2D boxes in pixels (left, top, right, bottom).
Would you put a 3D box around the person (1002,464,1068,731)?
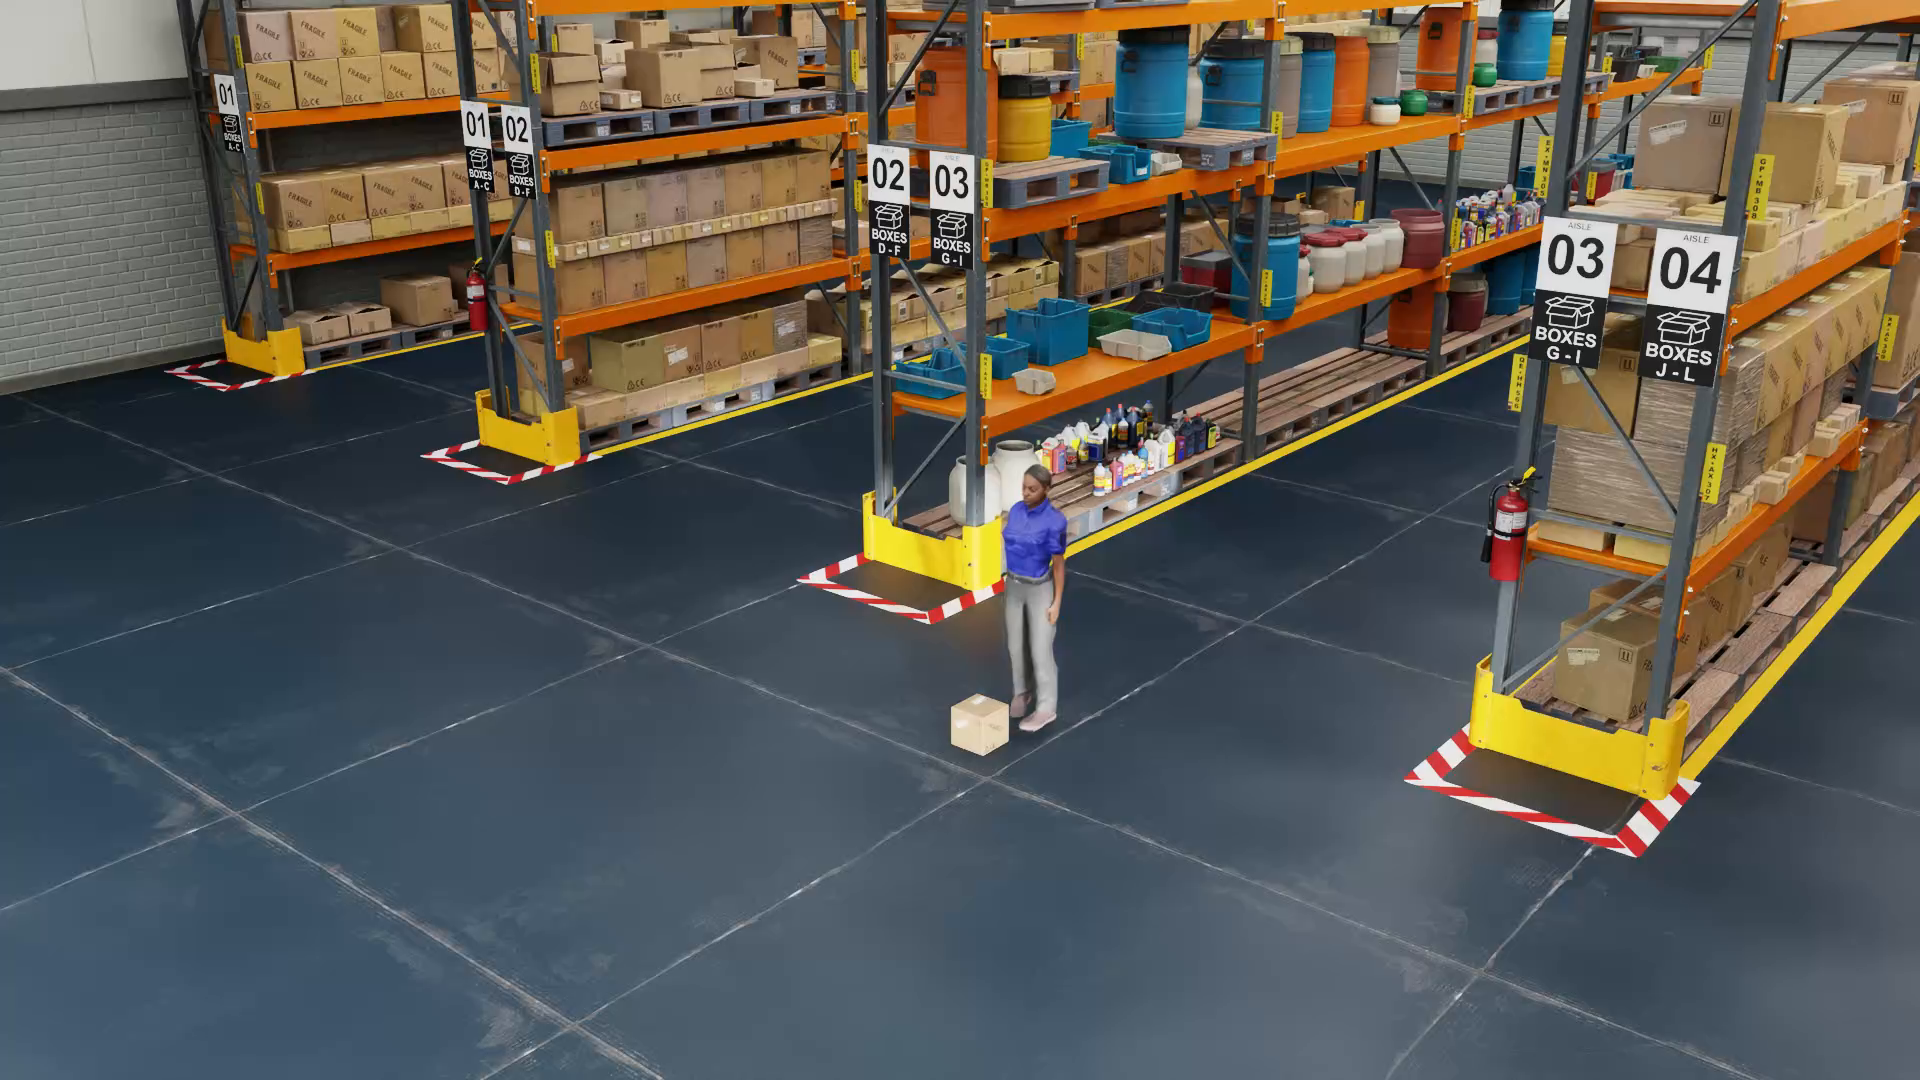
[{"bbox_3d":[0.438,0.347,10.178,0.441,1.678,0.387,17,26,38],"label":"person"}]
